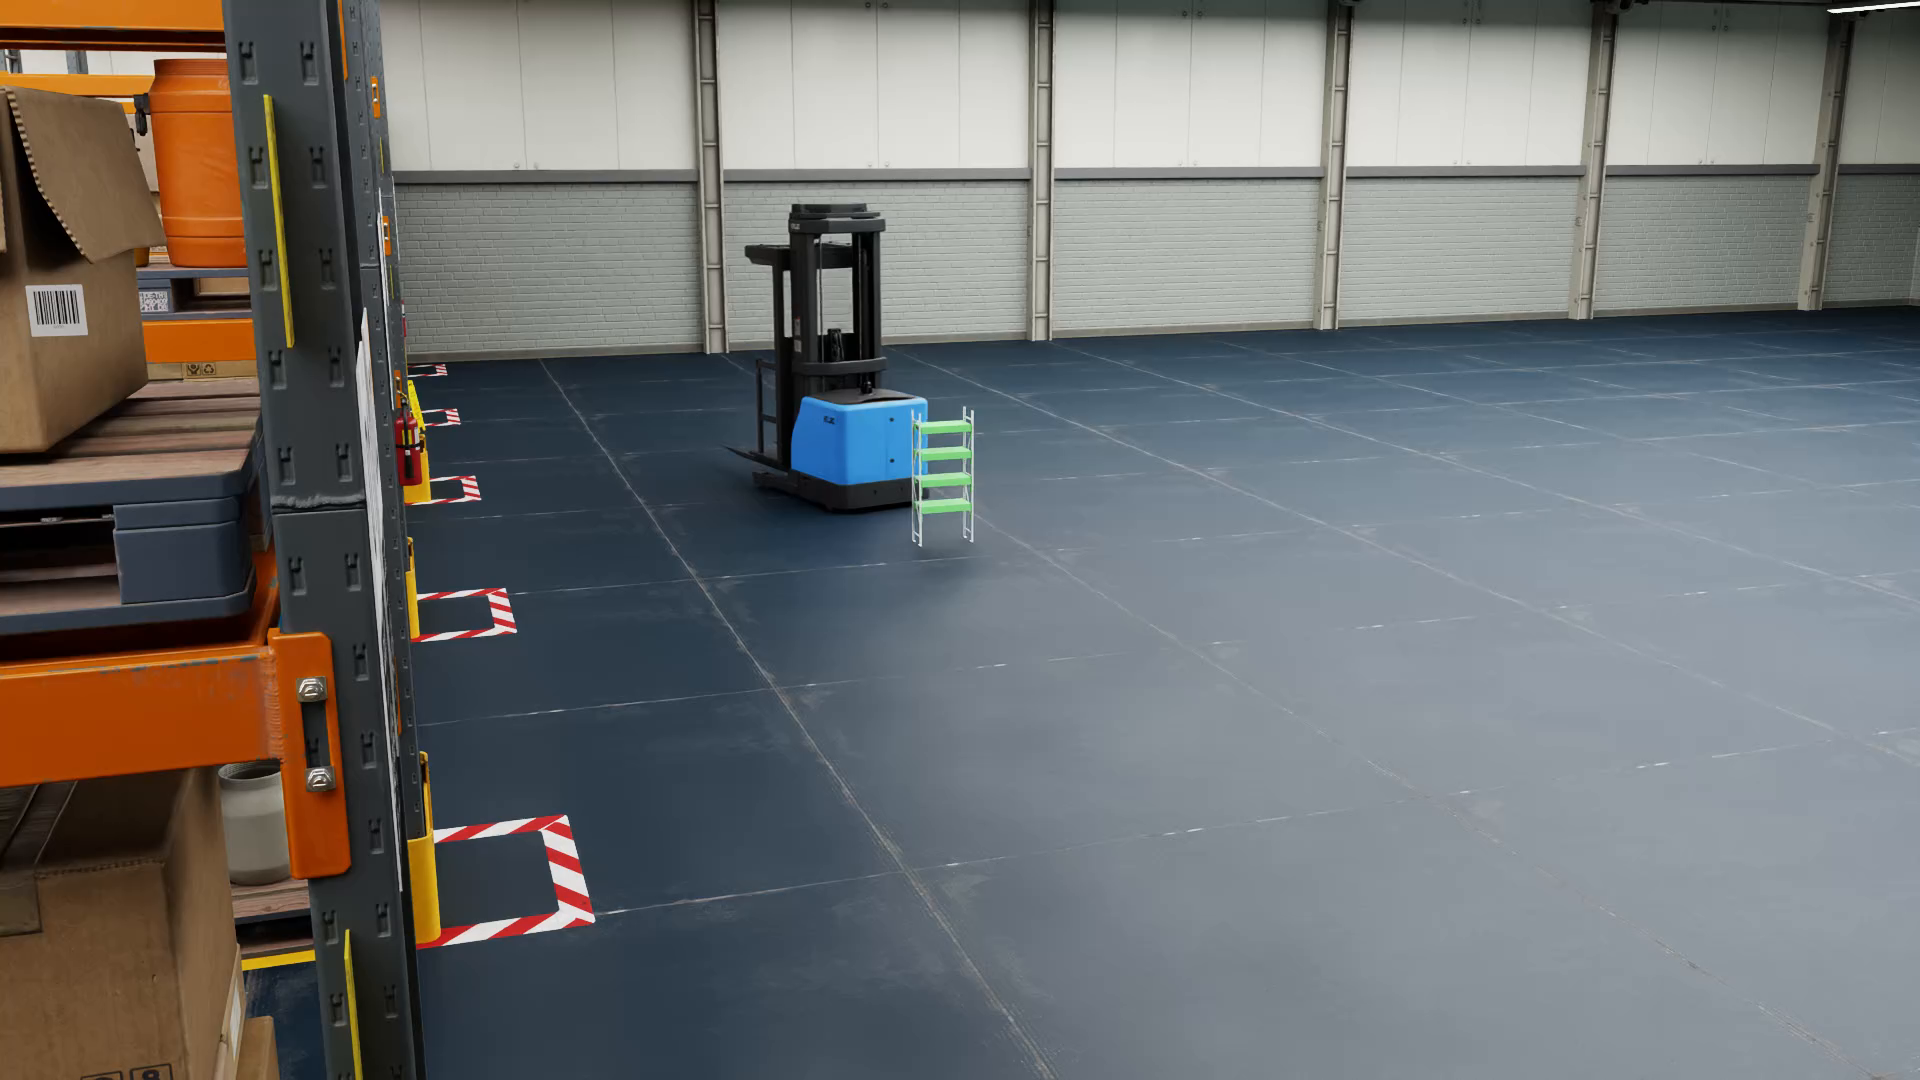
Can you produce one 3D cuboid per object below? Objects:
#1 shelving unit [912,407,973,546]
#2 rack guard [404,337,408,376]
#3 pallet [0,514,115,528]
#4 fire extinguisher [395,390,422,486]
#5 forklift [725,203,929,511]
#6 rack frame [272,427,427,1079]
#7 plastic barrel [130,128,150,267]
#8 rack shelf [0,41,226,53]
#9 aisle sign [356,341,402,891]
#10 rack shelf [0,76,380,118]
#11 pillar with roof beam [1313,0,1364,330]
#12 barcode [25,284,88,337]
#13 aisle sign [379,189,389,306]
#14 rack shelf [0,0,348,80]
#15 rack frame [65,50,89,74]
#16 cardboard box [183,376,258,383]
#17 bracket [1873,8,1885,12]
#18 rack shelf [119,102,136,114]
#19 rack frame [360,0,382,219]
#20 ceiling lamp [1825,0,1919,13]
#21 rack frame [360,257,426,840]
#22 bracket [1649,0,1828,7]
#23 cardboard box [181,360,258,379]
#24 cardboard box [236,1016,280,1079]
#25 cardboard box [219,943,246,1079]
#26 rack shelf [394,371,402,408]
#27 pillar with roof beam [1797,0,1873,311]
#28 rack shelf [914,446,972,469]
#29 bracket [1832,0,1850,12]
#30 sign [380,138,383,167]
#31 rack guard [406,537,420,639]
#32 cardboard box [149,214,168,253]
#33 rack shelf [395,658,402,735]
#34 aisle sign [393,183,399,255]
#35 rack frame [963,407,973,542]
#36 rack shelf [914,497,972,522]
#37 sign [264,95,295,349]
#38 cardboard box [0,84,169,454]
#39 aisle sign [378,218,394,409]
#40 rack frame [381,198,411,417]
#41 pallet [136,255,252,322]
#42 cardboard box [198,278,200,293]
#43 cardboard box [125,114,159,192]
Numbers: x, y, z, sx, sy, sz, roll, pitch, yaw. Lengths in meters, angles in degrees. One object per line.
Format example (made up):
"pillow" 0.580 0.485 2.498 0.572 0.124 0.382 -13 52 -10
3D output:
"shelving unit" -0.157 -0.571 14.953 0.503 1.200 0.258 -4 14 -18
"rack guard" -8.944 -2.911 26.299 0.348 0.500 1.175 -4 14 -18
"pallet" -8.751 -0.346 16.140 1.213 0.211 1.003 -4 14 -18
"fire extinguisher" -3.964 -0.733 11.909 0.183 0.674 0.296 -4 14 -18
"forklift" -1.524 -2.001 17.220 1.130 2.935 3.031 -8 16 -32
"rack frame" -1.063 1.310 3.154 0.127 3.000 1.000 -4 14 -18
"plastic barrel" -3.680 -1.420 6.834 0.600 0.588 0.600 0 13 0
"rack shelf" -6.115 -3.283 11.058 4.000 0.370 1.077 -4 14 -18
"aisle sign" -0.908 0.105 2.603 0.004 0.787 0.394 -4 14 -18
"rack shelf" -7.601 -4.185 15.709 4.000 0.370 1.077 -4 14 -18
"pillar with roof beam" 8.519 -7.574 27.539 0.548 9.000 9.100 -4 14 -18
"barcode" -1.196 -0.304 2.202 0.075 0.075 0.001 -4 14 -18
"aisle sign" -4.065 -2.067 11.731 0.004 0.787 0.394 -4 14 -18
"rack shelf" -4.535 -2.003 6.537 4.000 0.370 1.077 -4 14 -18
"rack frame" -12.758 -6.748 24.067 0.127 3.000 1.000 -4 14 -18
"cardboard box" -5.185 -0.959 11.832 0.500 0.500 0.875 -4 14 -18
"bracket" 19.026 -11.108 34.617 0.430 0.232 0.235 -4 14 -18
"rack shelf" -10.862 -6.351 24.817 4.000 0.370 1.077 -4 14 -18
"rack frame" -4.219 -3.782 11.595 0.127 3.000 1.000 -4 14 -18
"ceiling lamp" 16.372 -10.917 28.978 0.800 3.185 2.000 -4 14 -18
"rack frame" -2.640 0.223 7.723 0.127 3.000 1.000 -4 14 -18
"bracket" 15.797 -10.856 33.560 4.783 0.066 0.076 -4 14 -18
"cardboard box" -5.134 -1.410 11.569 0.500 0.500 0.500 -4 14 -18
"cardboard box" -1.510 1.293 3.010 0.500 0.500 0.700 -4 14 -18
"cardboard box" -1.504 0.927 3.144 0.250 0.149 0.380 -5 14 -18
"rack shelf" -7.601 -1.461 16.357 4.000 0.370 1.077 -4 14 -18
"pillar with roof beam" 19.892 -8.460 31.262 0.548 9.000 9.100 -4 14 -18
"rack shelf" -0.157 -0.743 14.912 0.480 0.148 0.258 -4 14 -18
"bracket" 18.239 -11.047 34.359 0.430 0.232 0.235 -4 14 -18
"sign" -5.546 -3.690 15.949 0.005 0.325 0.100 -4 14 -18
"rack guard" -4.291 0.359 12.555 0.348 0.500 1.175 -4 14 -18
"cardboard box" -5.556 -2.085 11.267 0.500 0.250 0.500 -4 14 -17
"rack shelf" -4.535 0.721 7.185 4.000 0.370 1.077 -4 14 -18
"aisle sign" -5.543 -3.163 16.339 0.004 0.787 0.394 -4 14 -18
"rack frame" 0.074 -0.590 15.028 0.015 1.200 0.240 -4 14 -18
"rack shelf" -0.157 -0.276 15.023 0.480 0.148 0.258 -4 14 -18
"sign" -0.904 -0.422 2.209 0.005 0.325 0.100 -4 14 -18
"cardboard box" -1.609 -0.431 2.556 0.637 0.503 0.797 -3 14 -14
"aisle sign" -2.477 -0.982 7.170 0.004 0.787 0.394 -4 14 -18
"rack frame" -5.706 -1.958 16.894 0.127 3.000 1.000 -4 14 -18
"pallet" -3.455 -1.105 7.231 1.213 0.211 1.003 -4 14 -18
"cardboard box" -7.596 -2.398 16.084 0.500 0.550 0.875 -4 14 -18
"cardboard box" -5.608 -2.589 11.124 0.500 0.500 0.500 -4 14 -18
